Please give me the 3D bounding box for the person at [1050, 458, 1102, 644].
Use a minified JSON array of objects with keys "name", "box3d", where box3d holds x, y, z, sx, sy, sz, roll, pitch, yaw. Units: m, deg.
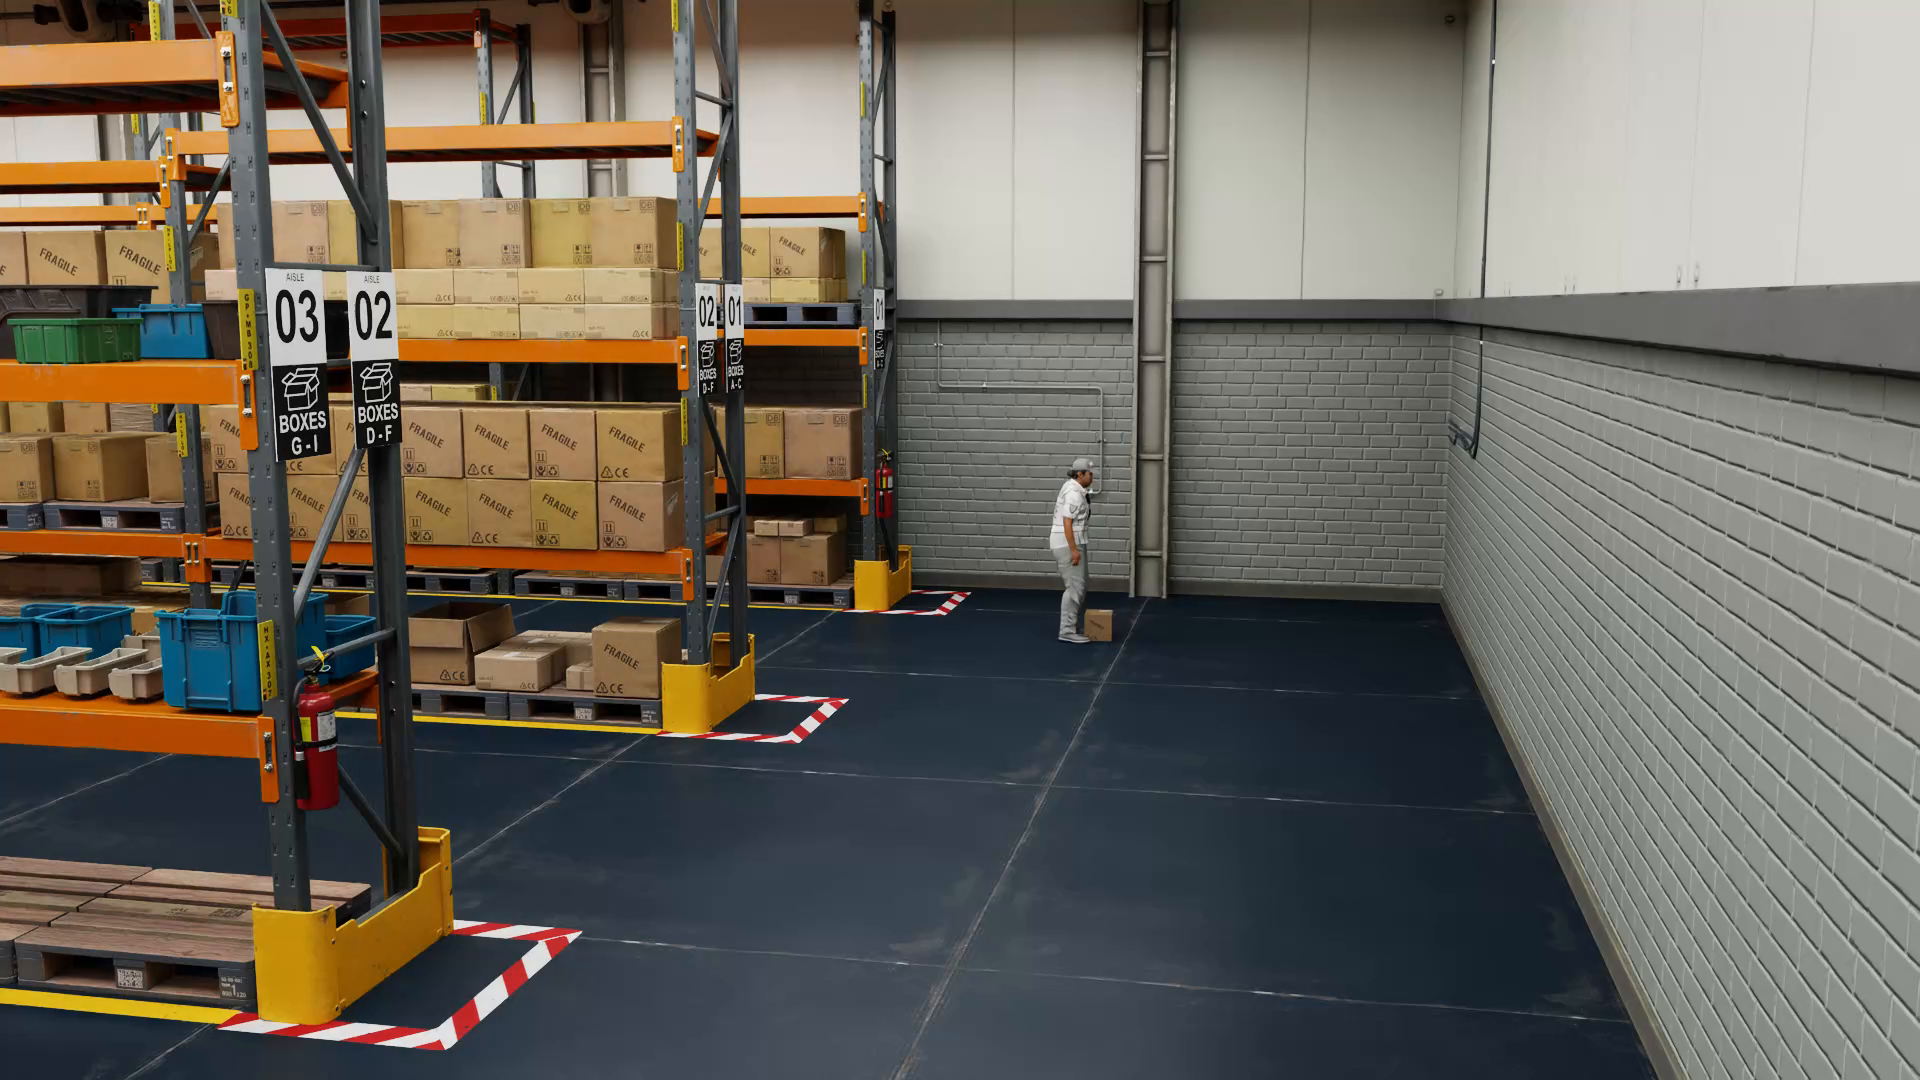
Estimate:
[{"name":"person","box3d":[1.060,0.080,15.236,0.468,1.665,0.553,1,8,8]}]
